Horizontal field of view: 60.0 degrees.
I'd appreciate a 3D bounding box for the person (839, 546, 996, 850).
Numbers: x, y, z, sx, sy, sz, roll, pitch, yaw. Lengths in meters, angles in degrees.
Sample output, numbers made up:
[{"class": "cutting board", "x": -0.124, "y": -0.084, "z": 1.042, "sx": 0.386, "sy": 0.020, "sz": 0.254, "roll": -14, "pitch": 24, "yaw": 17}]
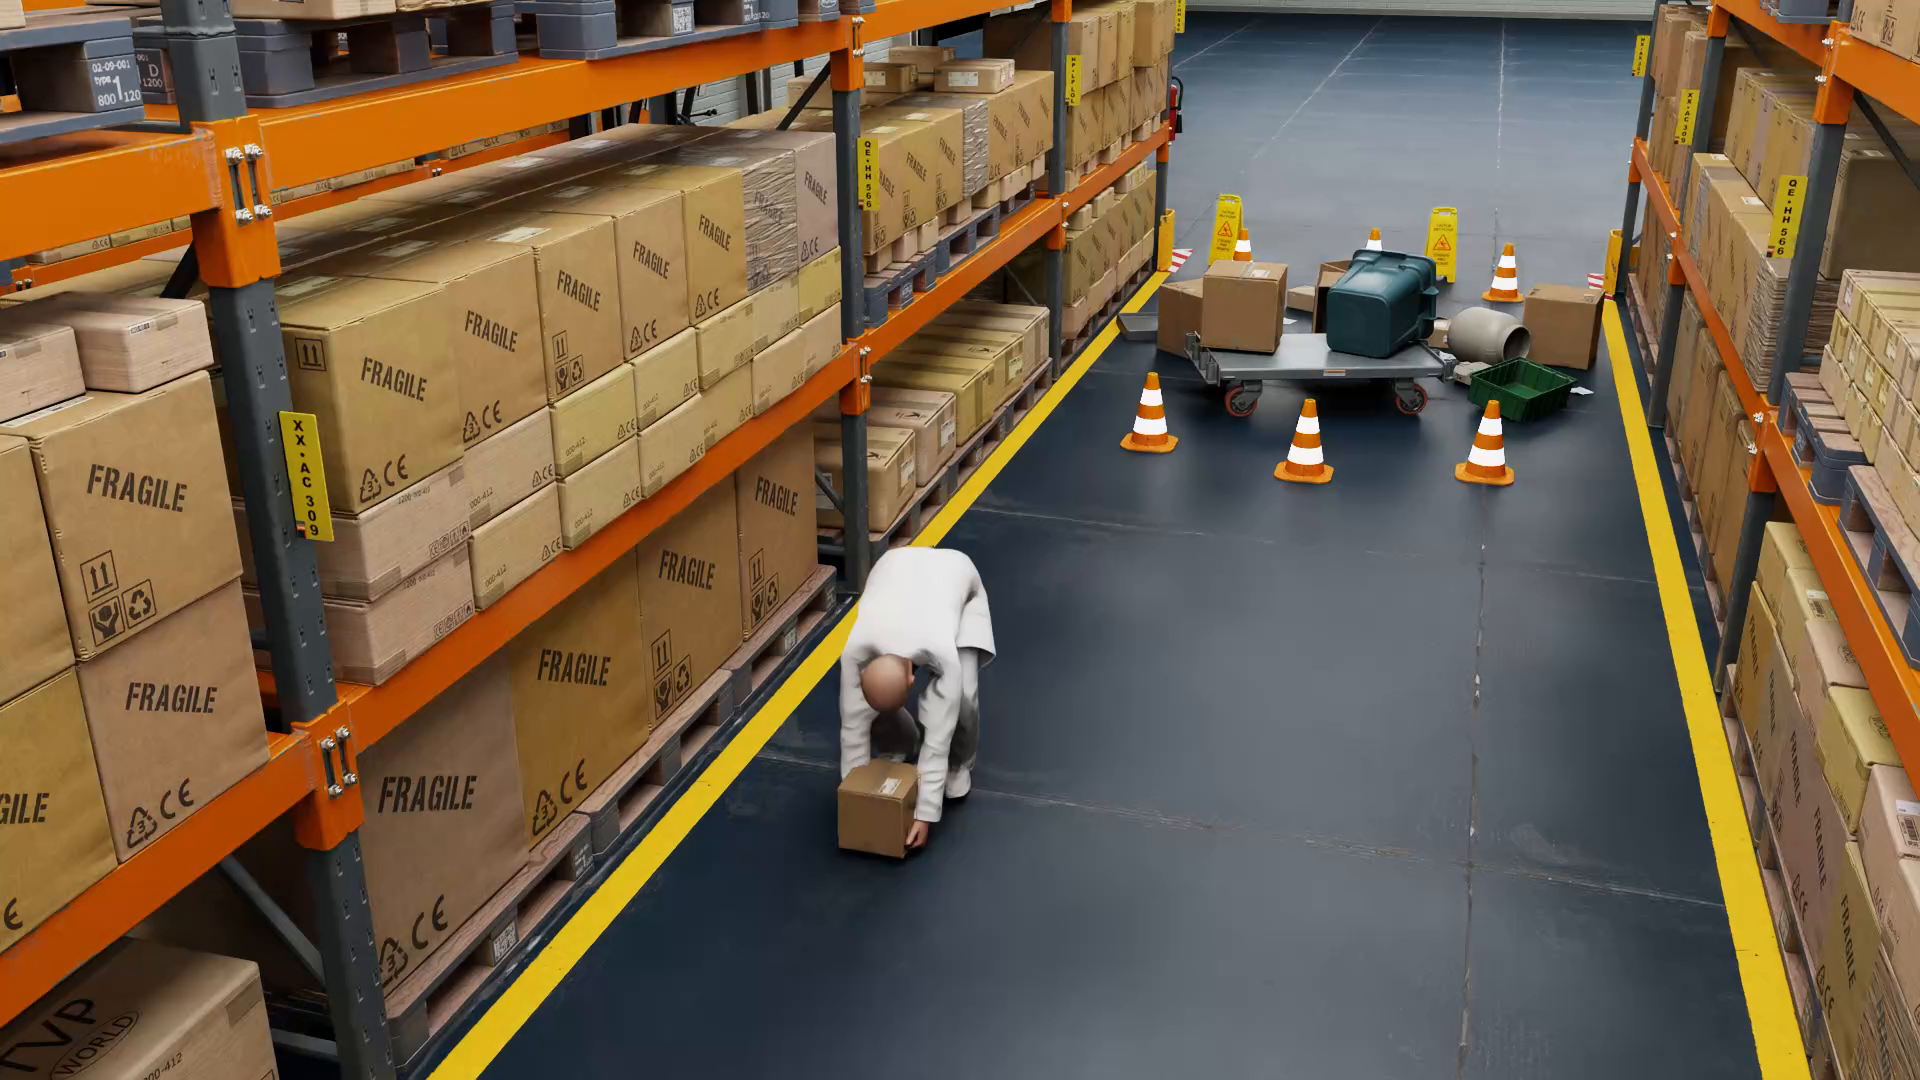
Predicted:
[{"class": "person", "x": -0.184, "y": 0.554, "z": 6.306, "sx": 0.594, "sy": 0.966, "sz": 0.944, "roll": 5, "pitch": 22, "yaw": 13}]
